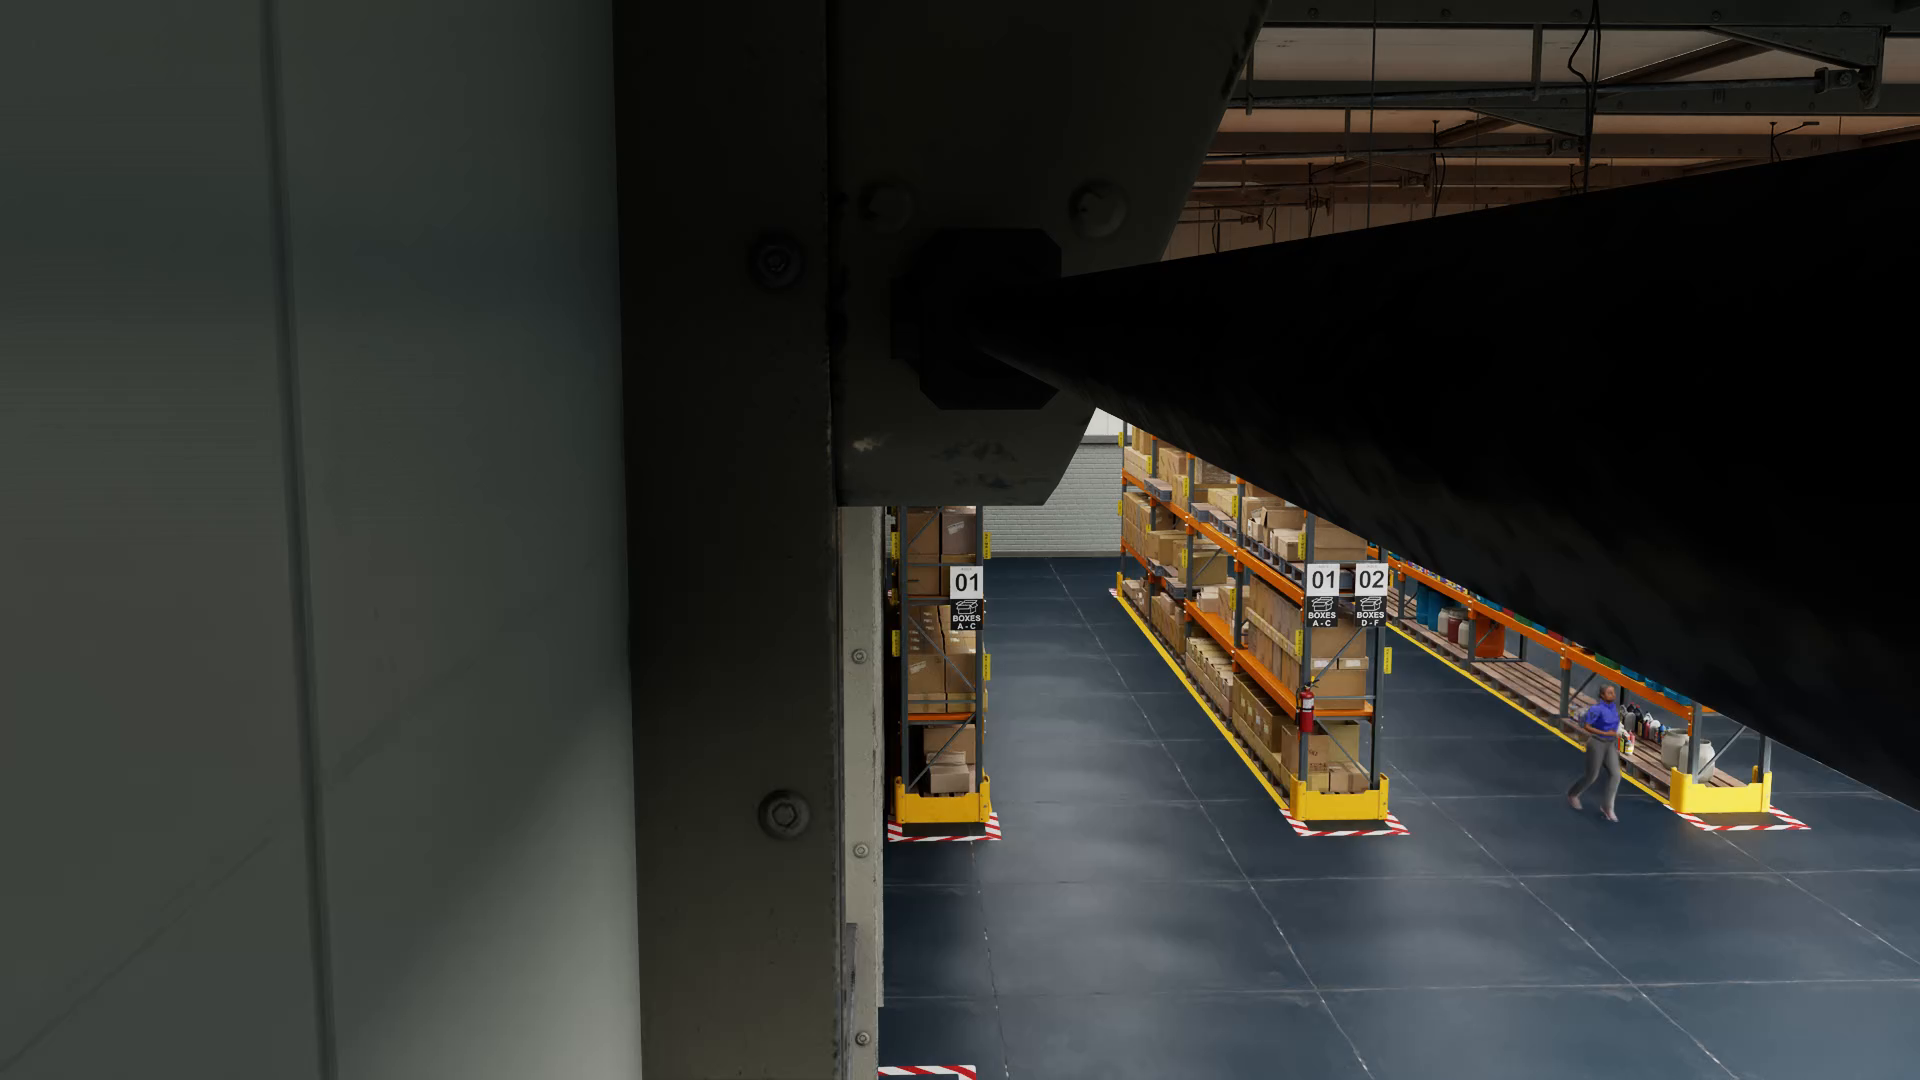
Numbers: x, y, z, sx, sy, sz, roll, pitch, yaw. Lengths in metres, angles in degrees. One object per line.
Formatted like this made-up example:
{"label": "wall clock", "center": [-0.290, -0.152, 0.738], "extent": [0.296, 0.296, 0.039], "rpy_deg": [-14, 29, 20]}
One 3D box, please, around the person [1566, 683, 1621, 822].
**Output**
{"label": "person", "center": [7.974, 2.624, 20.774], "extent": [0.615, 1.713, 0.745], "rpy_deg": [-5, 9, -30]}

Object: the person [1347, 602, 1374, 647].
{"label": "person", "center": [6.970, 1.528, 28.713], "extent": [0.515, 1.629, 0.760], "rpy_deg": [-1, 8, -7]}
